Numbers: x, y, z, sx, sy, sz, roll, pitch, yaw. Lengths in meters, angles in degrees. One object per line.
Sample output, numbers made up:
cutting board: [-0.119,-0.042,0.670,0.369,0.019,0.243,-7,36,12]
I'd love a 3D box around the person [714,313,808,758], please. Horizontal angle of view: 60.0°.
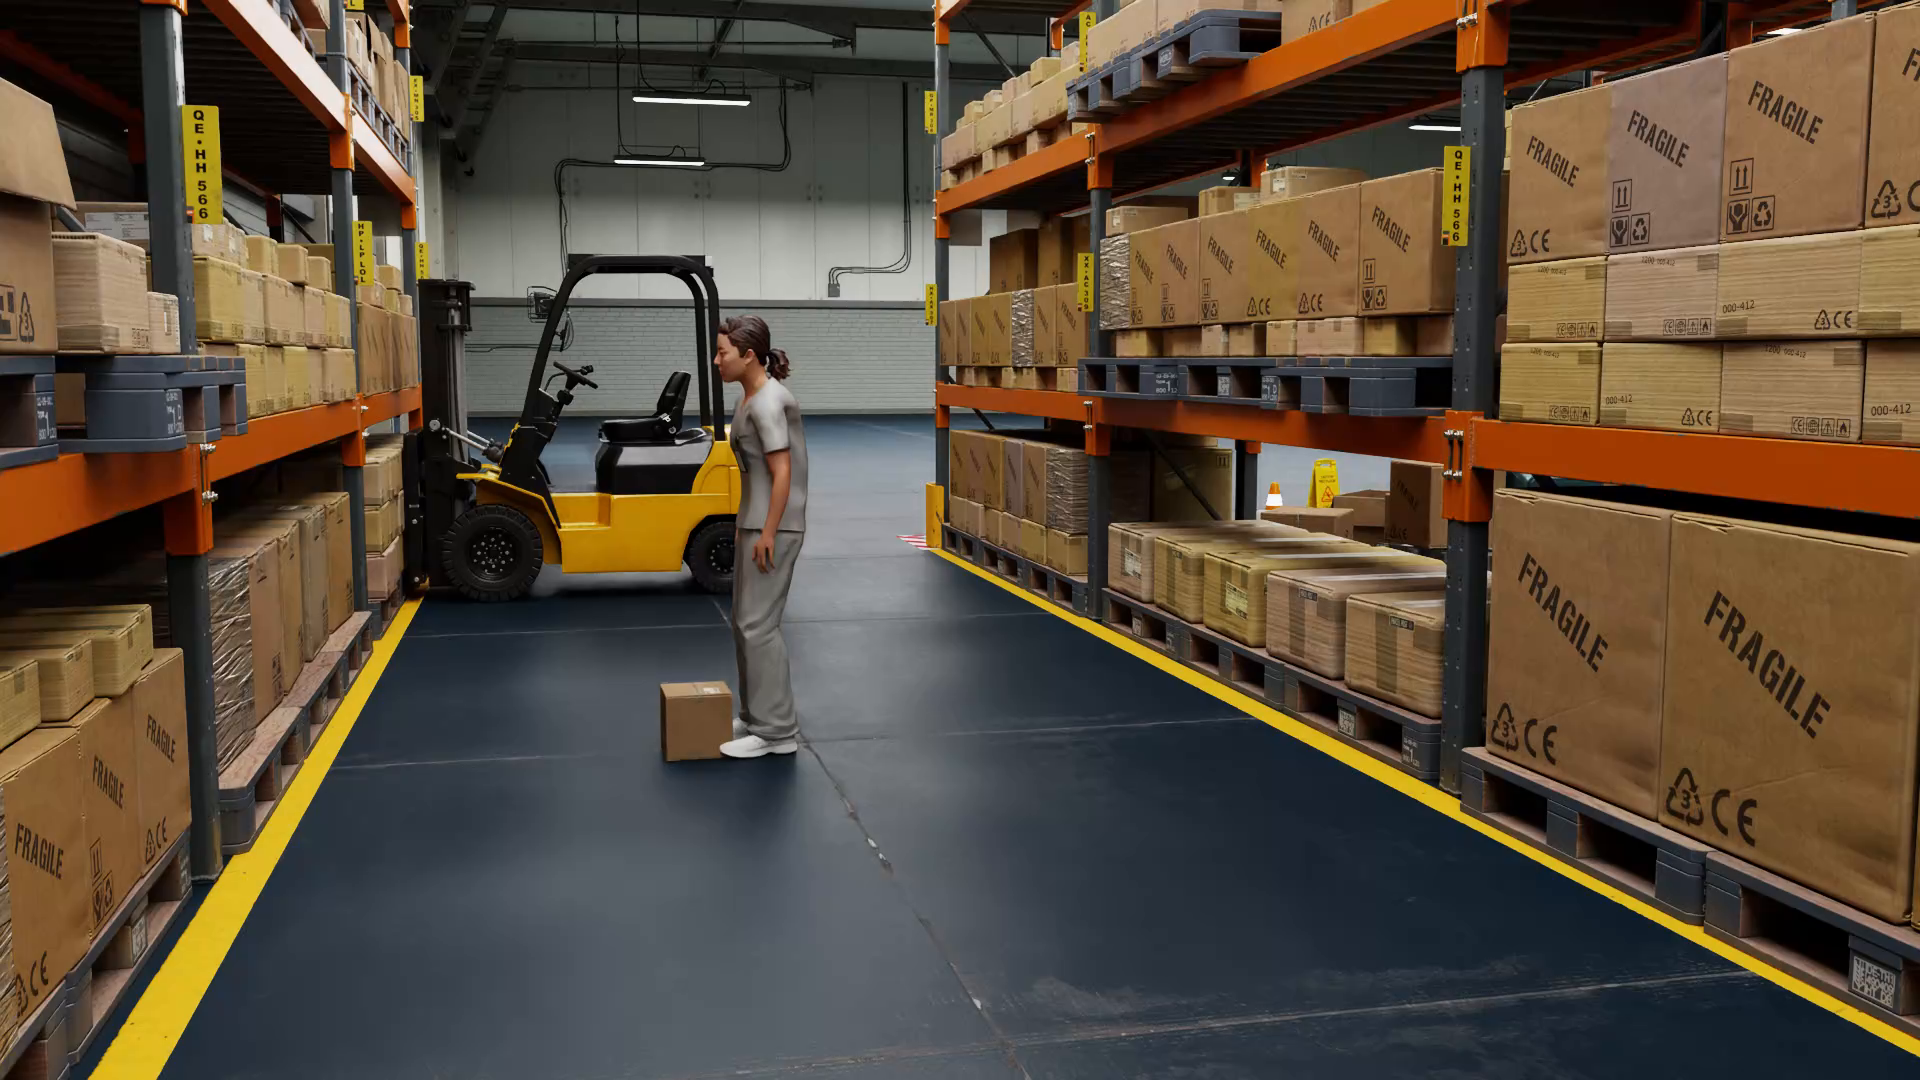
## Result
person: [-0.770,-0.022,6.358,0.365,1.671,0.500,-2,6,-16]
